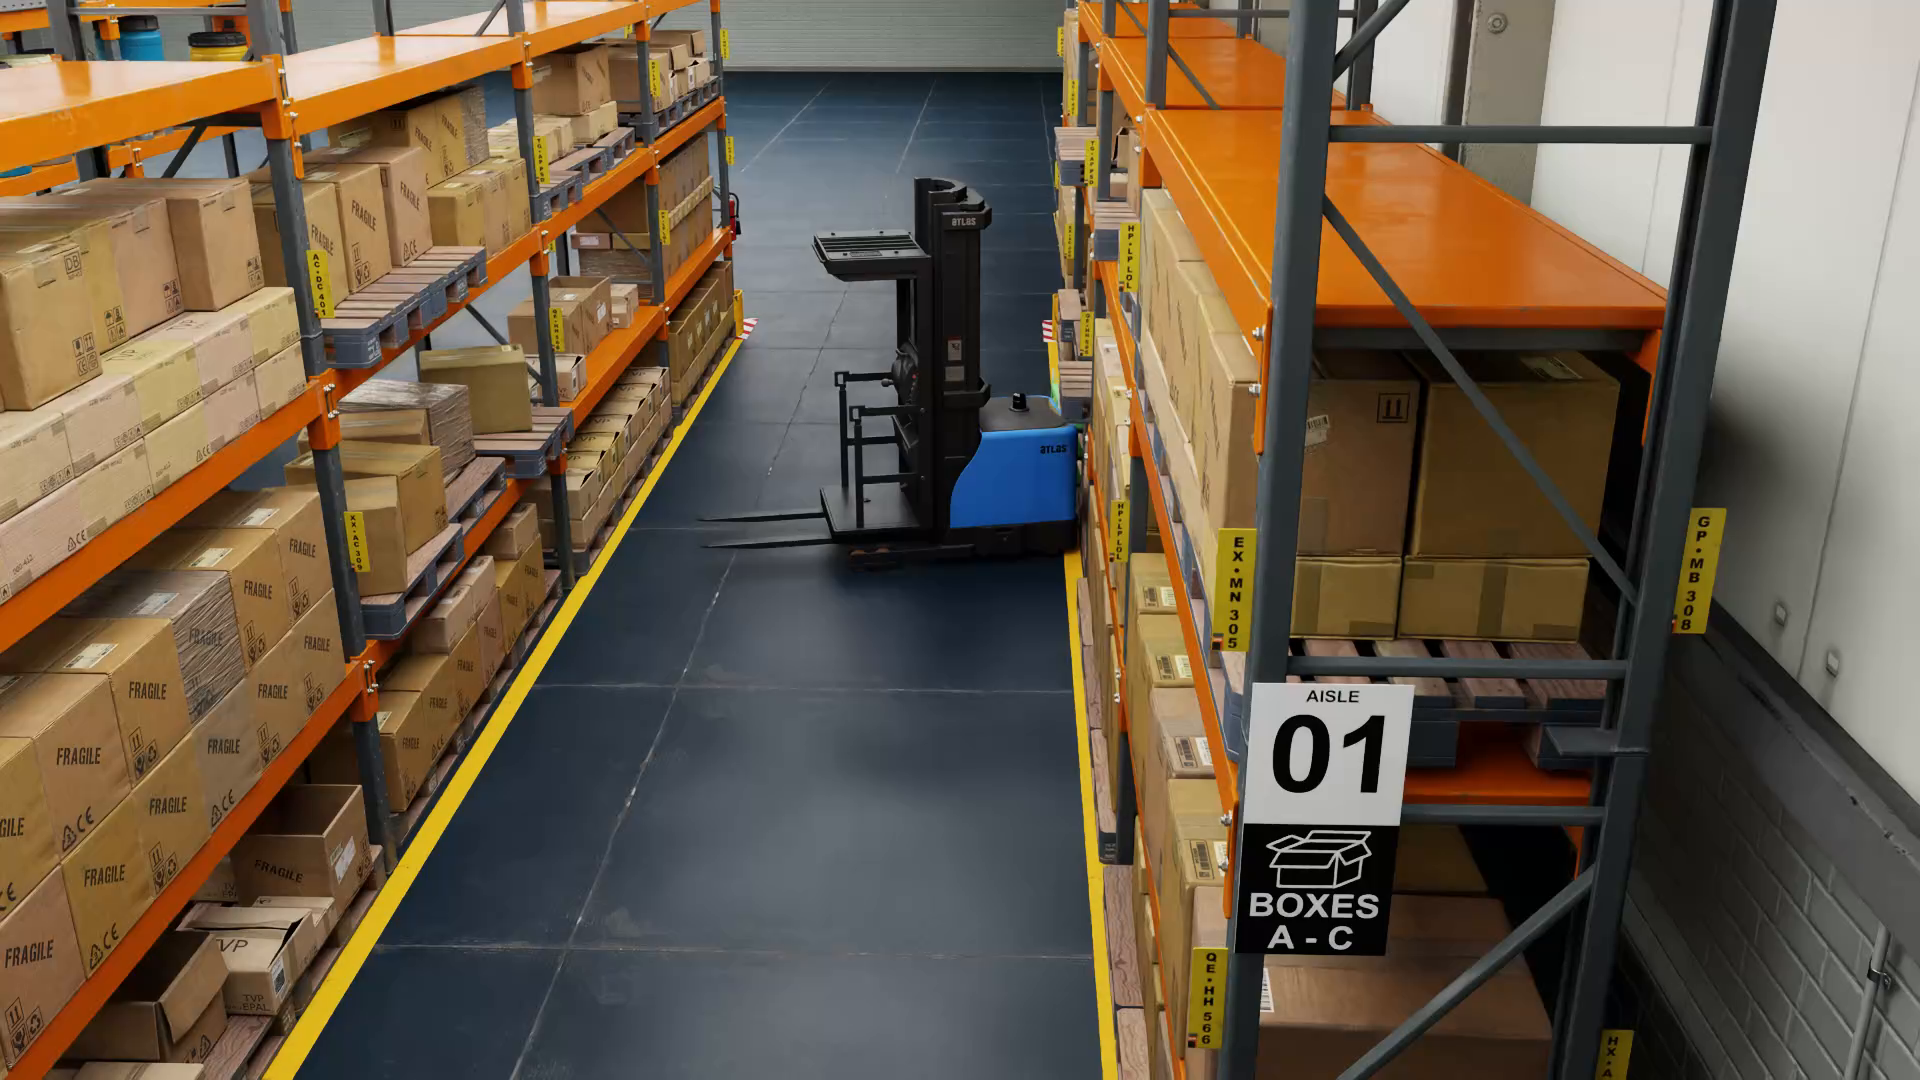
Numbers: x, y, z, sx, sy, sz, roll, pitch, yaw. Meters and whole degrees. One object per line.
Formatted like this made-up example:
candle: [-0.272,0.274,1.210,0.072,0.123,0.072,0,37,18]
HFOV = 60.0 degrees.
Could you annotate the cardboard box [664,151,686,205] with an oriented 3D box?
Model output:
cardboard box: [-3.314,-3.838,17.635,0.700,0.500,0.500,1,21,2]

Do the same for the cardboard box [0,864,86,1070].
cardboard box: [-3.445,1.467,5.758,0.500,0.500,0.500,0,21,1]

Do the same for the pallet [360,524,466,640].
pallet: [-3.477,0.213,9.393,1.003,0.211,1.213,1,21,2]

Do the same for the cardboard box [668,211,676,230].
cardboard box: [-3.135,-3.295,17.133,0.380,0.149,0.250,0,21,0]

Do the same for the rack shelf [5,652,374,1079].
rack shelf: [-3.671,1.470,6.883,1.077,0.370,4.000,1,21,2]

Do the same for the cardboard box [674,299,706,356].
cardboard box: [-3.010,-2.271,17.712,0.500,0.500,0.500,1,21,2]

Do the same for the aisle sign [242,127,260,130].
aisle sign: [-8.487,-5.225,19.548,0.394,0.787,0.004,1,21,2]

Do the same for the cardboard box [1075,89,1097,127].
cardboard box: [1.353,-4.069,15.850,0.500,0.500,0.500,1,21,3]

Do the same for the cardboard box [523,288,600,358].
cardboard box: [-3.438,-1.879,14.380,0.500,0.500,0.500,1,21,2]

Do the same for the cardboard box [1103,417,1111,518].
cardboard box: [1.143,-0.447,10.250,0.500,0.500,0.500,1,21,3]

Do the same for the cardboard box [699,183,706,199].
cardboard box: [-3.081,-3.949,18.819,0.380,0.149,0.250,0,21,1]

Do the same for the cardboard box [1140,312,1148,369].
cardboard box: [1.057,-0.860,7.233,0.500,0.250,0.500,1,21,1]

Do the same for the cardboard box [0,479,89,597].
cardboard box: [-3.421,-0.016,5.776,0.500,0.250,0.500,1,21,2]

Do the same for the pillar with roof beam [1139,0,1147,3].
pillar with roof beam: [-1.571,-8.626,23.613,9.100,9.000,0.400,1,21,2]

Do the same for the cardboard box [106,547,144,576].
cardboard box: [-3.921,0.252,7.505,0.500,0.500,0.500,0,21,0]

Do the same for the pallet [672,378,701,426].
pallet: [-3.301,-1.469,17.315,1.003,0.211,1.213,1,21,2]

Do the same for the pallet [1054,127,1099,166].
pallet: [1.459,-3.517,14.853,1.213,0.211,1.003,1,21,2]

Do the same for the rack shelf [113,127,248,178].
rack shelf: [-8.257,-4.324,17.666,1.077,0.370,4.000,1,21,2]

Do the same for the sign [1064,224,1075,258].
sign: [1.042,-2.835,15.786,0.100,0.325,0.005,1,21,2]

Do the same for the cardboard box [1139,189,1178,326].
cardboard box: [1.039,-1.202,7.078,0.500,0.500,0.500,0,21,1]

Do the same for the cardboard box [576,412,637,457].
cardboard box: [-3.139,-0.957,14.587,0.500,0.311,0.500,0,21,1]

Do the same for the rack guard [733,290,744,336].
rack guard: [-3.245,-2.771,20.273,1.175,0.500,0.348,1,21,2]

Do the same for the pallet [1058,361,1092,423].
pallet: [1.378,-1.152,12.909,1.213,0.211,1.003,1,21,2]

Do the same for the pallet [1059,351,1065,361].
pallet: [1.604,-1.814,18.205,1.003,0.211,1.213,1,21,2]

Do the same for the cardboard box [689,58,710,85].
cardboard box: [-3.017,-5.098,18.101,0.500,0.250,0.500,1,21,2]

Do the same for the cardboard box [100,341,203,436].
cardboard box: [-3.390,-0.610,6.618,0.500,0.250,0.500,1,21,2]

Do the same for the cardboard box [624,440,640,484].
cardboard box: [-3.139,-0.690,14.676,0.500,0.250,0.500,1,21,3]

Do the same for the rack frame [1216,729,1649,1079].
rack frame: [1.219,1.910,4.752,1.000,3.000,0.127,1,21,2]

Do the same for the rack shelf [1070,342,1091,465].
rack shelf: [1.524,-1.370,14.201,1.077,0.370,4.000,1,21,2]

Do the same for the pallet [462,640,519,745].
pallet: [-3.589,0.974,11.020,1.003,0.211,1.213,1,21,2]

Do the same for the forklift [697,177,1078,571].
forklift: [-0.616,-1.325,13.185,3.031,2.935,1.130,-4,22,-10]

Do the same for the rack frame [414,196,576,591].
rack frame: [-3.489,-1.035,12.344,1.000,3.000,0.127,1,21,2]

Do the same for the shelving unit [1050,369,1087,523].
shelving unit: [0.902,-0.796,14.034,0.258,1.200,0.503,0,24,-3]

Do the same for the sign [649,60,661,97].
sign: [-2.824,-4.265,15.372,0.100,0.325,0.005,1,21,2]

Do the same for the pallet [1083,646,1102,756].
pallet: [1.324,1.042,10.845,1.003,0.211,1.213,1,21,2]

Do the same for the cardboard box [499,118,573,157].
cardboard box: [-3.486,-3.315,13.700,0.500,0.250,0.500,-1,21,-3]

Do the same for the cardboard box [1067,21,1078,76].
cardboard box: [1.340,-4.920,16.661,0.500,0.500,0.500,0,21,0]

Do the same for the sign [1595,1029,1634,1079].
sign: [1.774,1.478,4.560,0.100,0.325,0.005,1,21,2]

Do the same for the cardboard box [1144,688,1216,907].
cardboard box: [1.268,1.047,6.562,0.980,0.700,0.700,0,21,-1]

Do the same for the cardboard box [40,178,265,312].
cardboard box: [-3.587,-1.324,7.421,0.700,0.500,0.500,1,21,2]

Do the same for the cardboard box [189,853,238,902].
cardboard box: [-3.839,1.609,8.638,0.500,0.311,0.500,1,21,2]

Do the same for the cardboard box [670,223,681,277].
cardboard box: [-3.331,-3.061,17.426,0.700,0.500,0.500,1,21,2]

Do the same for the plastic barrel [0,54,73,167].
plastic barrel: [-8.136,-3.747,14.492,0.600,0.901,0.600,0,21,0]

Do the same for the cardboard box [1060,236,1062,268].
cardboard box: [1.333,-3.086,17.810,0.500,0.250,0.500,1,21,2]

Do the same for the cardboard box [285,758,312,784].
cardboard box: [-3.882,1.190,9.457,0.500,0.500,0.500,1,21,1]

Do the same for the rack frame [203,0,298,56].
rack frame: [-8.196,-6.780,18.857,1.000,3.000,0.127,1,21,2]

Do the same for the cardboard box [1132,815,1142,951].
cardboard box: [1.216,1.703,8.162,0.700,0.500,0.500,1,21,2]

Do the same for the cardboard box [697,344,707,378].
cardboard box: [-3.009,-1.921,17.848,0.500,0.250,0.500,1,21,2]

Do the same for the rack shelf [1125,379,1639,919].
rack shelf: [1.280,0.124,6.203,1.077,0.370,4.000,1,21,2]

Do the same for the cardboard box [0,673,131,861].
cardboard box: [-3.427,0.817,6.049,0.500,0.500,0.500,1,21,2]

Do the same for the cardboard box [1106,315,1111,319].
cardboard box: [1.467,-1.404,12.547,0.700,0.500,0.500,-2,21,-5]

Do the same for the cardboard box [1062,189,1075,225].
cardboard box: [1.340,-3.442,17.690,0.500,0.500,0.500,1,21,3]

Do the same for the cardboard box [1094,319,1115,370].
cardboard box: [1.190,-1.355,11.553,0.500,0.250,0.500,1,21,3]

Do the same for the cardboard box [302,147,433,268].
cardboard box: [-3.484,-1.940,9.672,0.600,0.600,0.600,0,21,0]

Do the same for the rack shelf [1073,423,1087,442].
rack shelf: [0.905,-0.957,13.963,0.258,0.148,0.480,0,24,-3]
